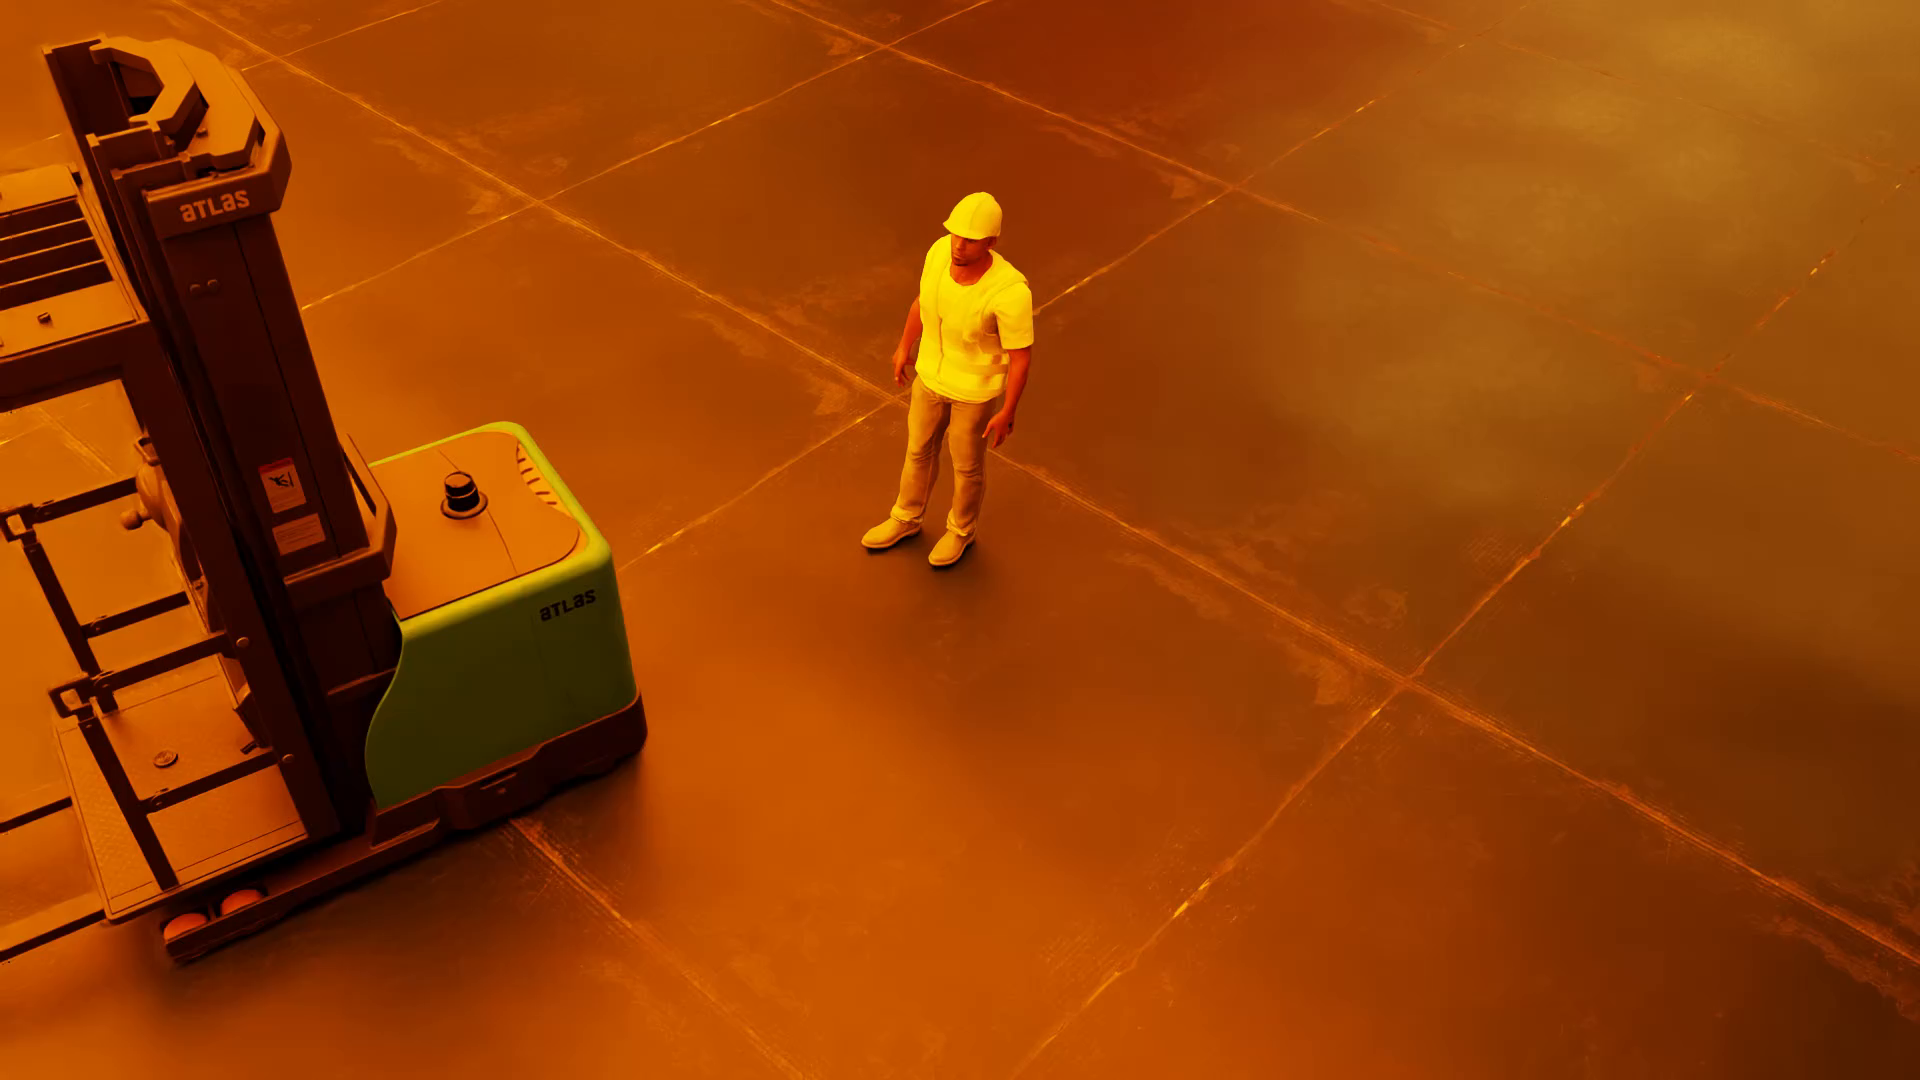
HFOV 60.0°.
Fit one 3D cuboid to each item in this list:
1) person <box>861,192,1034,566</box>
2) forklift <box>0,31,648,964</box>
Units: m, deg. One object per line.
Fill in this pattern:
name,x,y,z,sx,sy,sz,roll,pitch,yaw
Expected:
person,-0.052,-0.643,7.066,0.665,1.759,0.577,31,49,31
forklift,-2.771,-0.014,5.445,3.031,2.935,1.130,-22,45,-24
